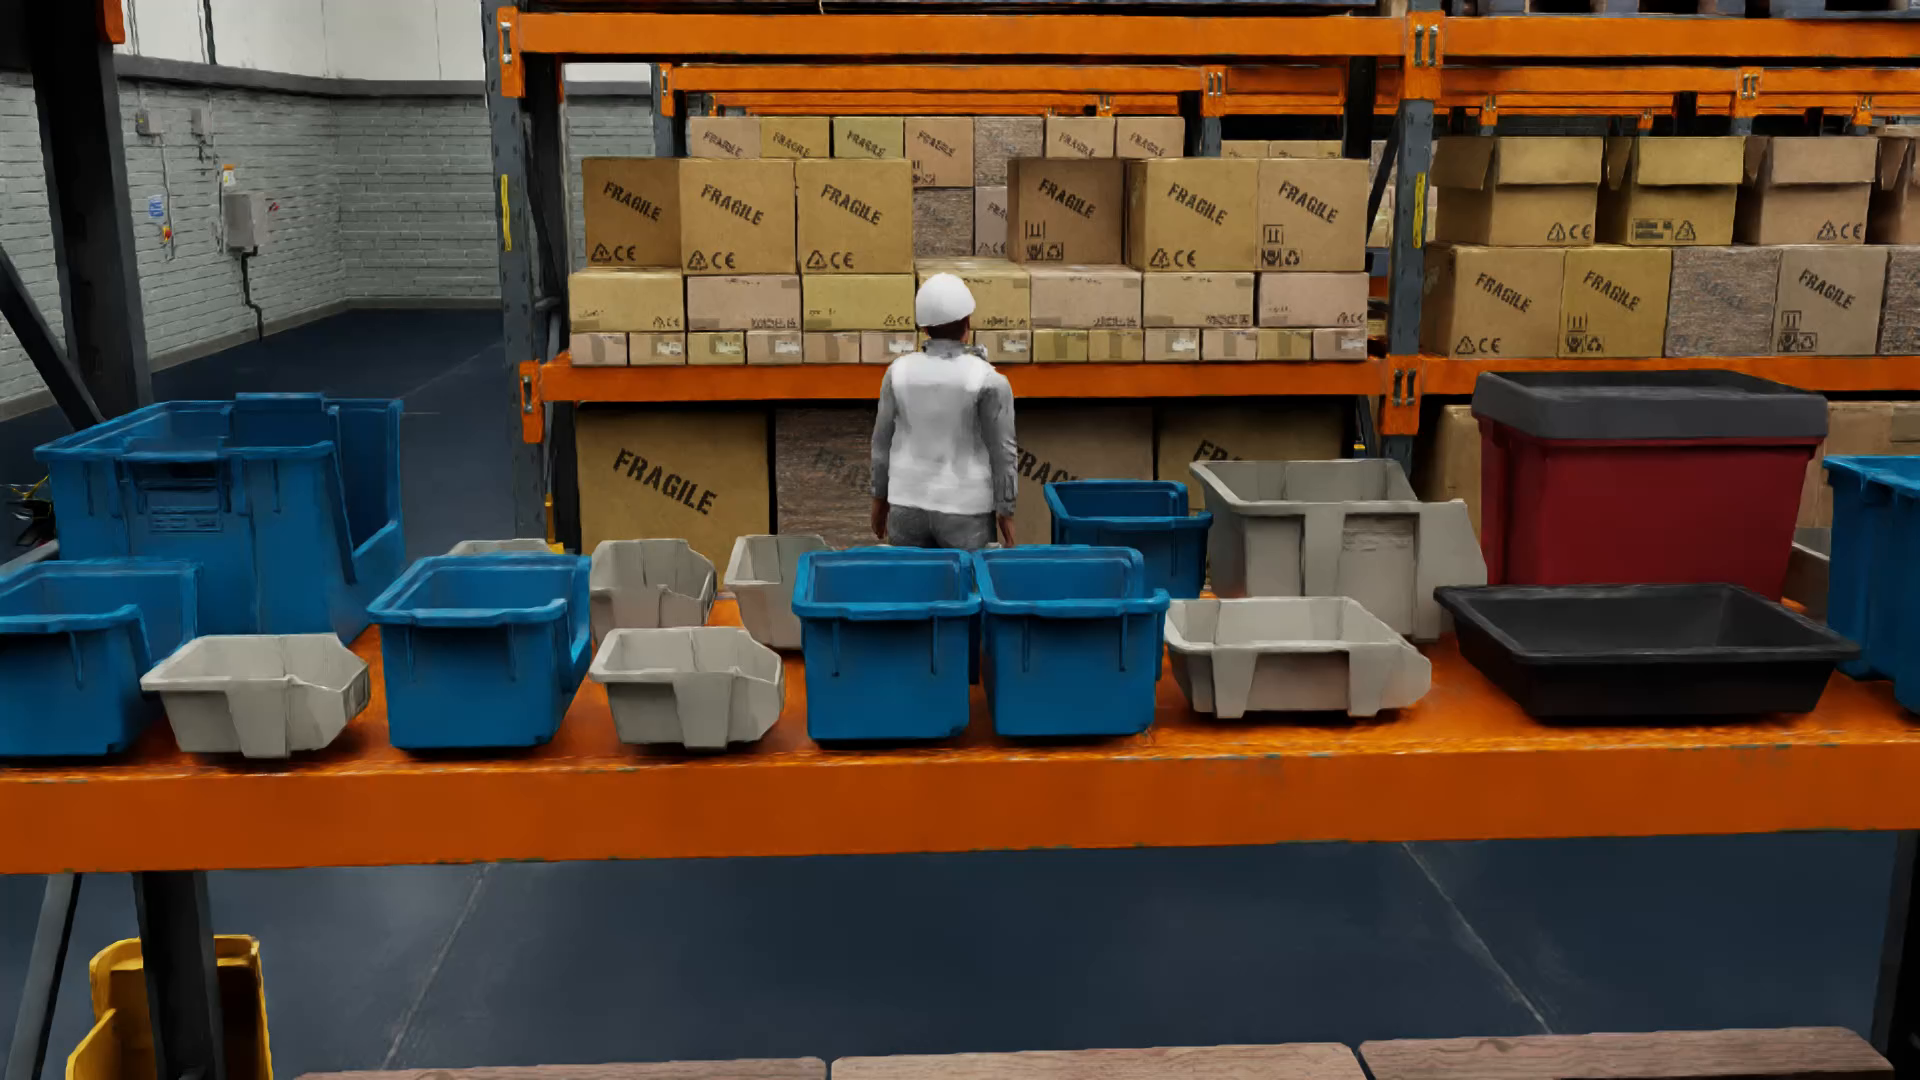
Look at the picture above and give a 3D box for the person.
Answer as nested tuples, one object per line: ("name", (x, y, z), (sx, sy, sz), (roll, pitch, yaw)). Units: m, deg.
("person", (-0.056, -0.117, 6.304), (0.628, 1.783, 0.379), (5, 14, 21))
